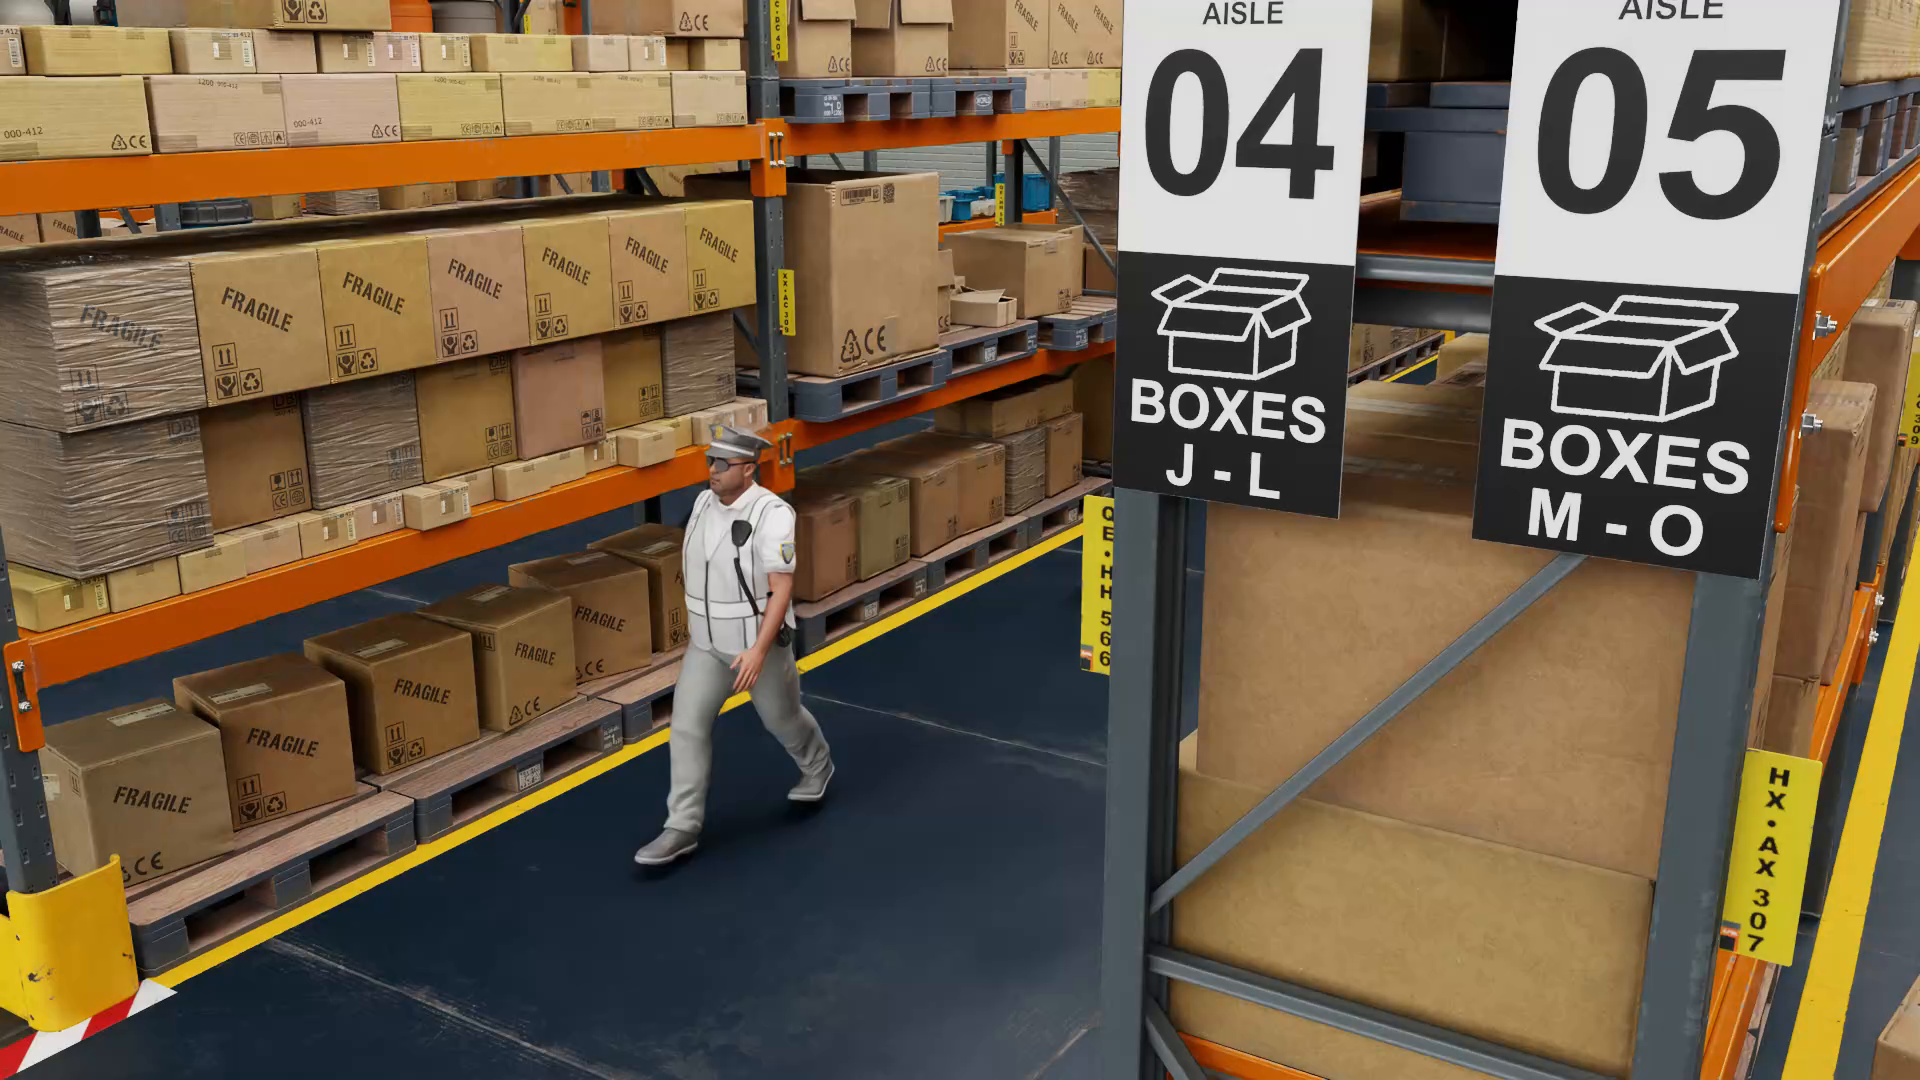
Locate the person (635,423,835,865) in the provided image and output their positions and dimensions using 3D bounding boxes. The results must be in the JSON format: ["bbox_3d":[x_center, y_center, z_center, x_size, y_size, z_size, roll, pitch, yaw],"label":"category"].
[{"bbox_3d":[-0.896,0.376,6.659,0.538,1.719,1.075,8,18,27],"label":"person"}]
